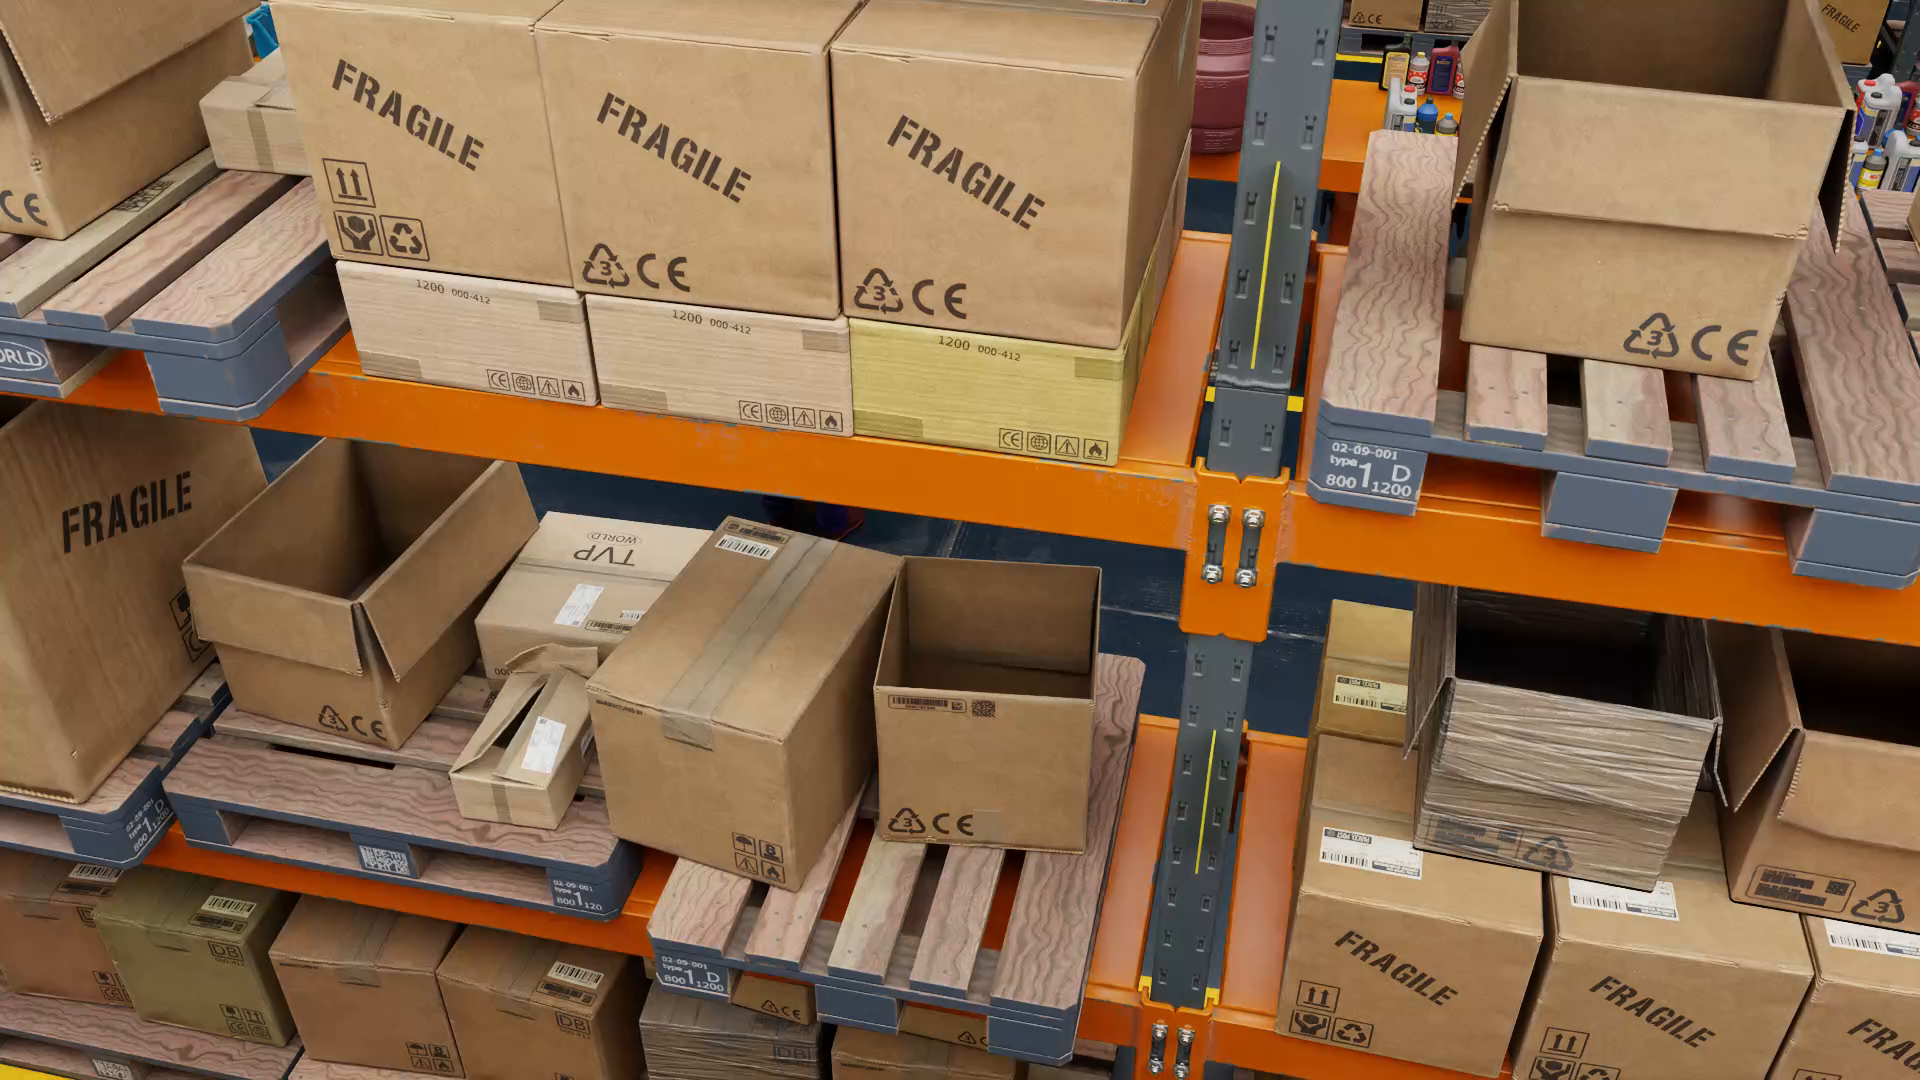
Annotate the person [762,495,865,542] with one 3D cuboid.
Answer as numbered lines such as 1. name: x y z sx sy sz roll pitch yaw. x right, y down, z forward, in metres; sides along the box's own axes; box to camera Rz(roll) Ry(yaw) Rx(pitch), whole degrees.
1. person: -0.722 -0.730 7.136 0.549 1.646 0.424 6 37 8
